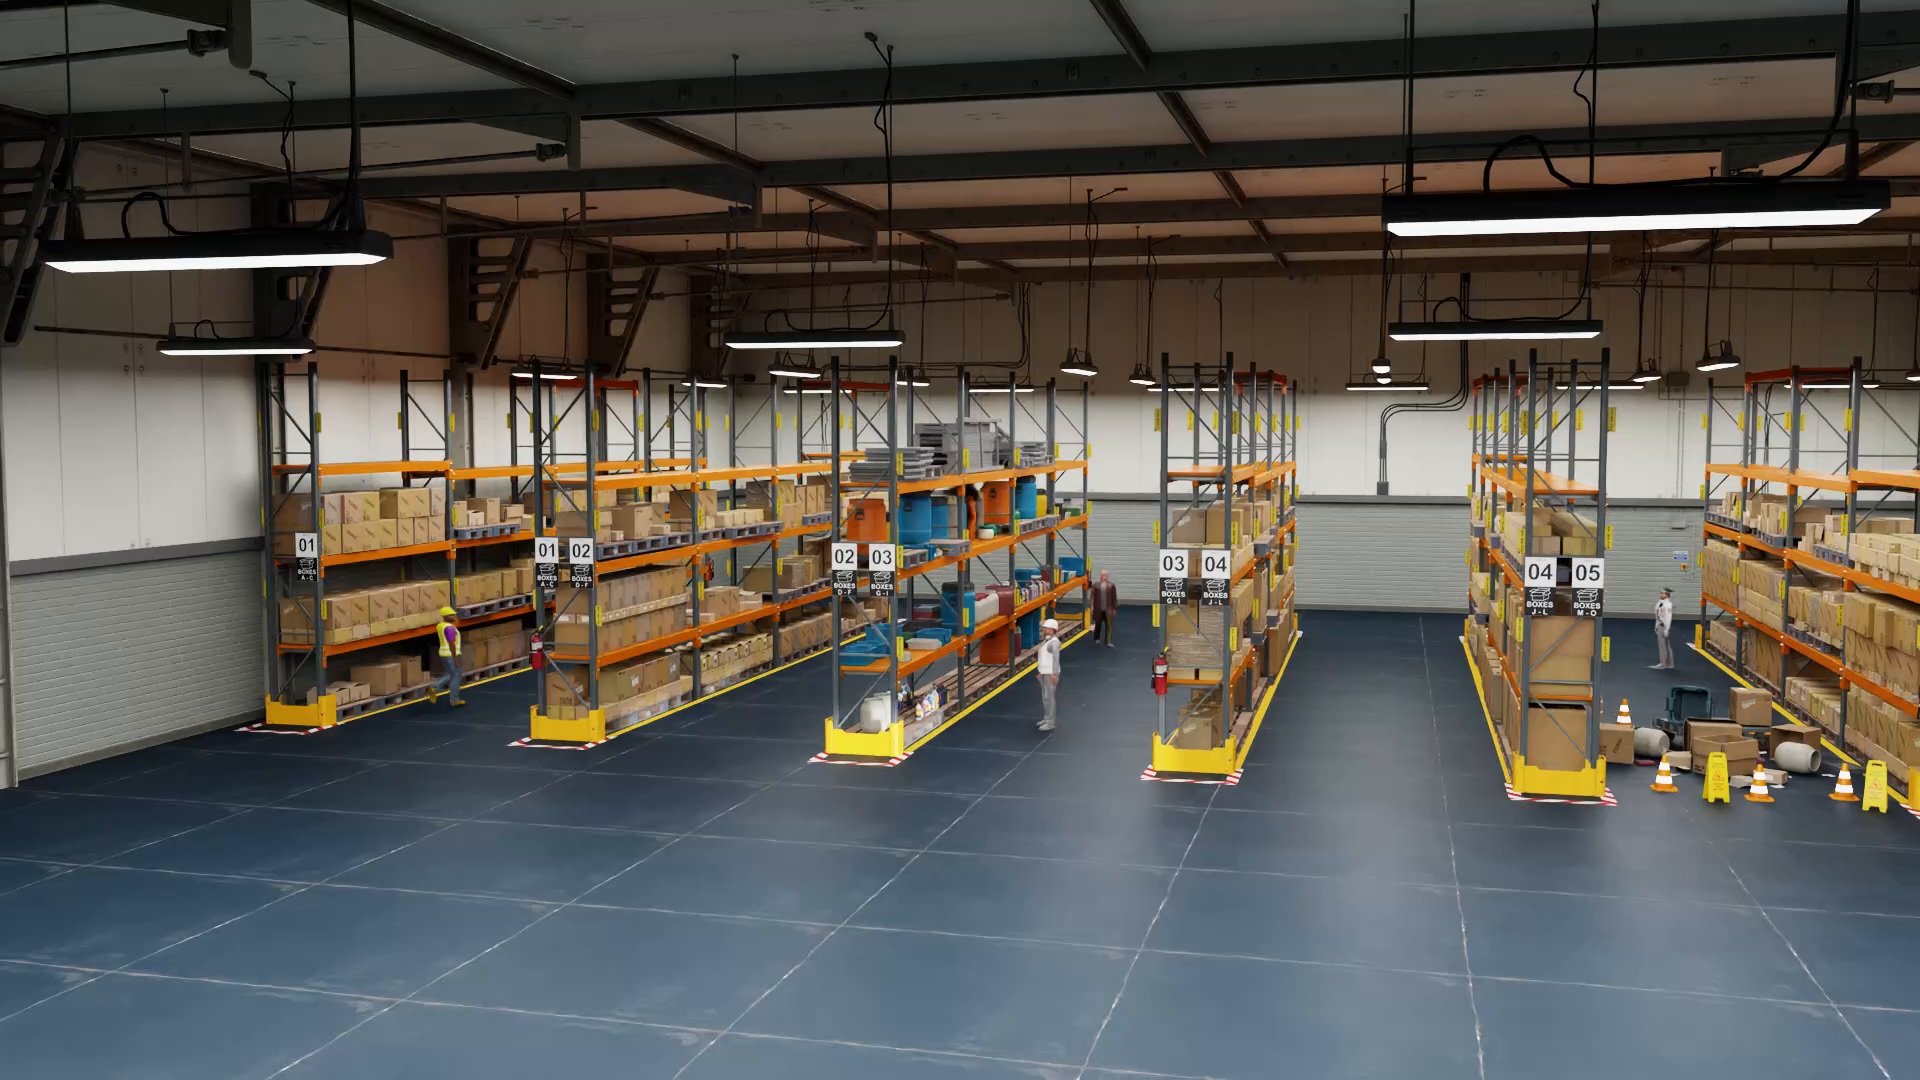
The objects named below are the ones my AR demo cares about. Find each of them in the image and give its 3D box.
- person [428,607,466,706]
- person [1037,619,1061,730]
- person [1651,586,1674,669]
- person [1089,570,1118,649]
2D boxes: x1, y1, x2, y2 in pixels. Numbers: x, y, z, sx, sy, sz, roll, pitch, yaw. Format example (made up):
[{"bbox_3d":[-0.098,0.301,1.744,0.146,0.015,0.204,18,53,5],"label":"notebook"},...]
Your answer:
[{"bbox_3d":[-9.018,2.051,29.280,0.649,1.756,0.601,-4,6,-45],"label":"person"},{"bbox_3d":[1.434,2.196,27.330,0.406,1.790,0.563,-1,4,-11],"label":"person"},{"bbox_3d":[14.350,1.784,33.897,0.417,1.685,0.514,2,5,28],"label":"person"},{"bbox_3d":[3.198,1.543,36.963,0.666,1.722,1.082,0,4,-5],"label":"person"}]
